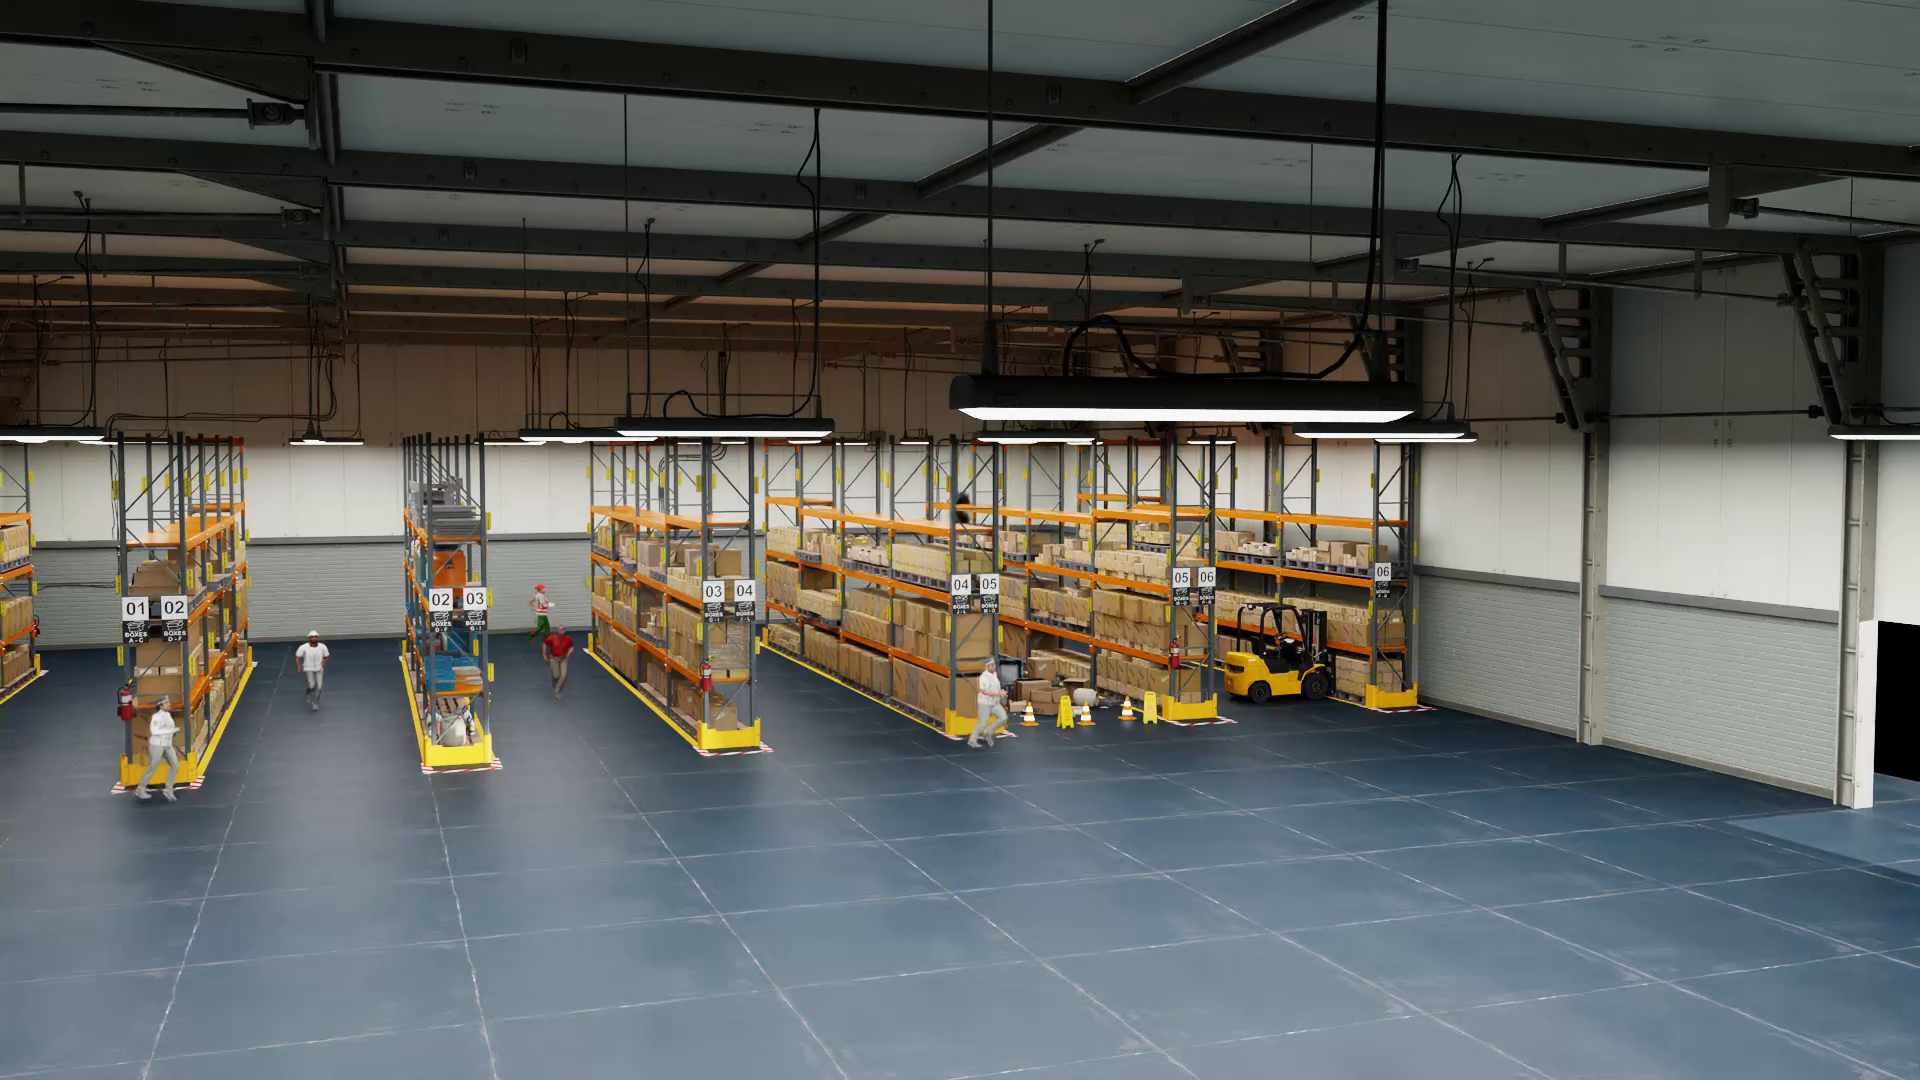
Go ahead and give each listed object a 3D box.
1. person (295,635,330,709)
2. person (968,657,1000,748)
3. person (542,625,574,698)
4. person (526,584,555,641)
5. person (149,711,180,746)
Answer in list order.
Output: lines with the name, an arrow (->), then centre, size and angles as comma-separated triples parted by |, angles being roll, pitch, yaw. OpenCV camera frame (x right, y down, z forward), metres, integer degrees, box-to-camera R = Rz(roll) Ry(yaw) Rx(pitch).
person -> -14.121, 2.867, 36.341 | 0.698, 1.685, 0.578 | -2, 4, -32
person -> 0.458, 3.078, 31.648 | 0.604, 1.740, 0.443 | 2, 4, 35
person -> -9.219, 2.823, 38.199 | 0.702, 1.595, 0.705 | -2, 4, -27
person -> -12.023, 2.122, 47.615 | 0.818, 1.712, 0.653 | -1, 3, -23
person -> -12.876, 3.056, 26.995 | 0.504, 0.558, 0.424 | 0, 3, 6
